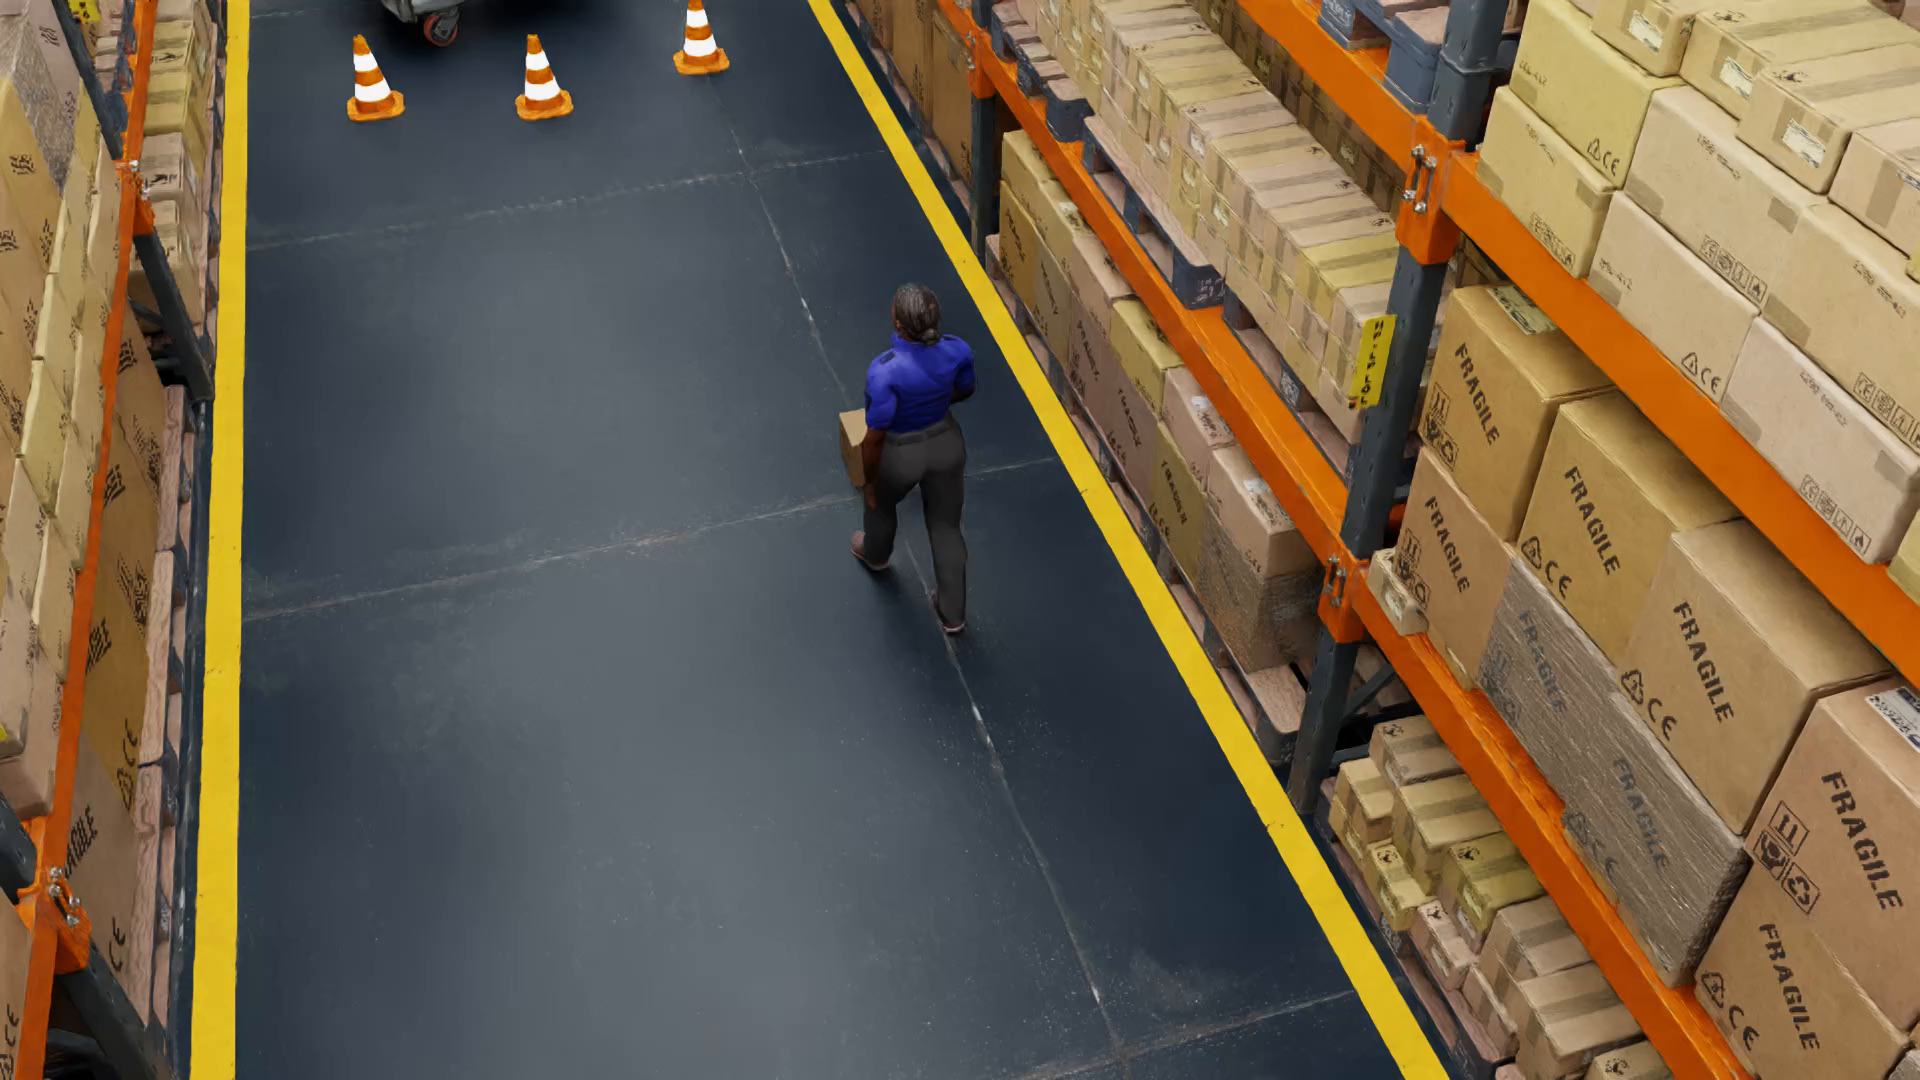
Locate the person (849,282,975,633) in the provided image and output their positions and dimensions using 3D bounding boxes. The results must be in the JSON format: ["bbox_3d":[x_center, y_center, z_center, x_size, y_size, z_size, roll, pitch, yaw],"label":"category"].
[{"bbox_3d":[-0.222,-0.410,6.629,0.518,1.644,0.758,-16,45,-17],"label":"person"}]
